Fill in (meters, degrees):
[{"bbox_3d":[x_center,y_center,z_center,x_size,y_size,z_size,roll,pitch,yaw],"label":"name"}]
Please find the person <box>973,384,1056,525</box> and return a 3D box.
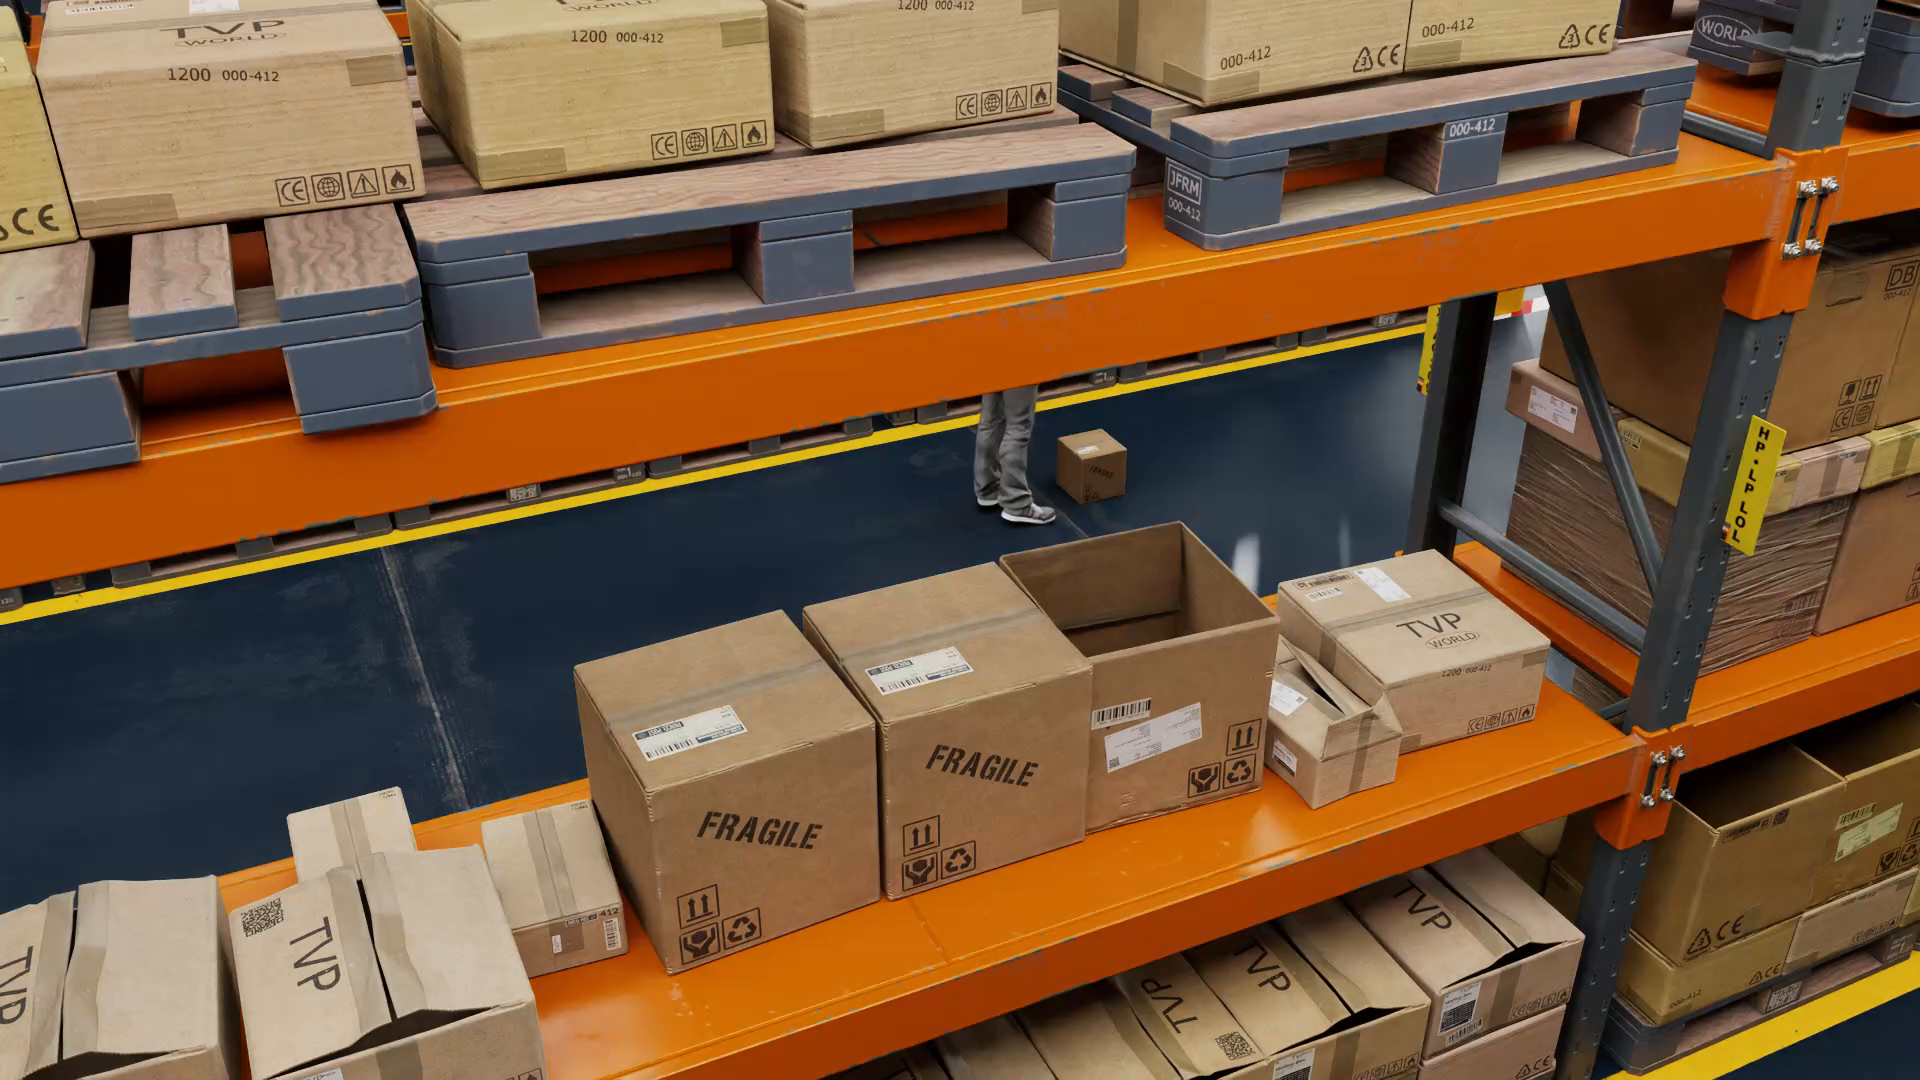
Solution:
[{"bbox_3d":[0.204,-0.860,7.610,0.318,1.616,0.519,-18,35,-29],"label":"person"}]
